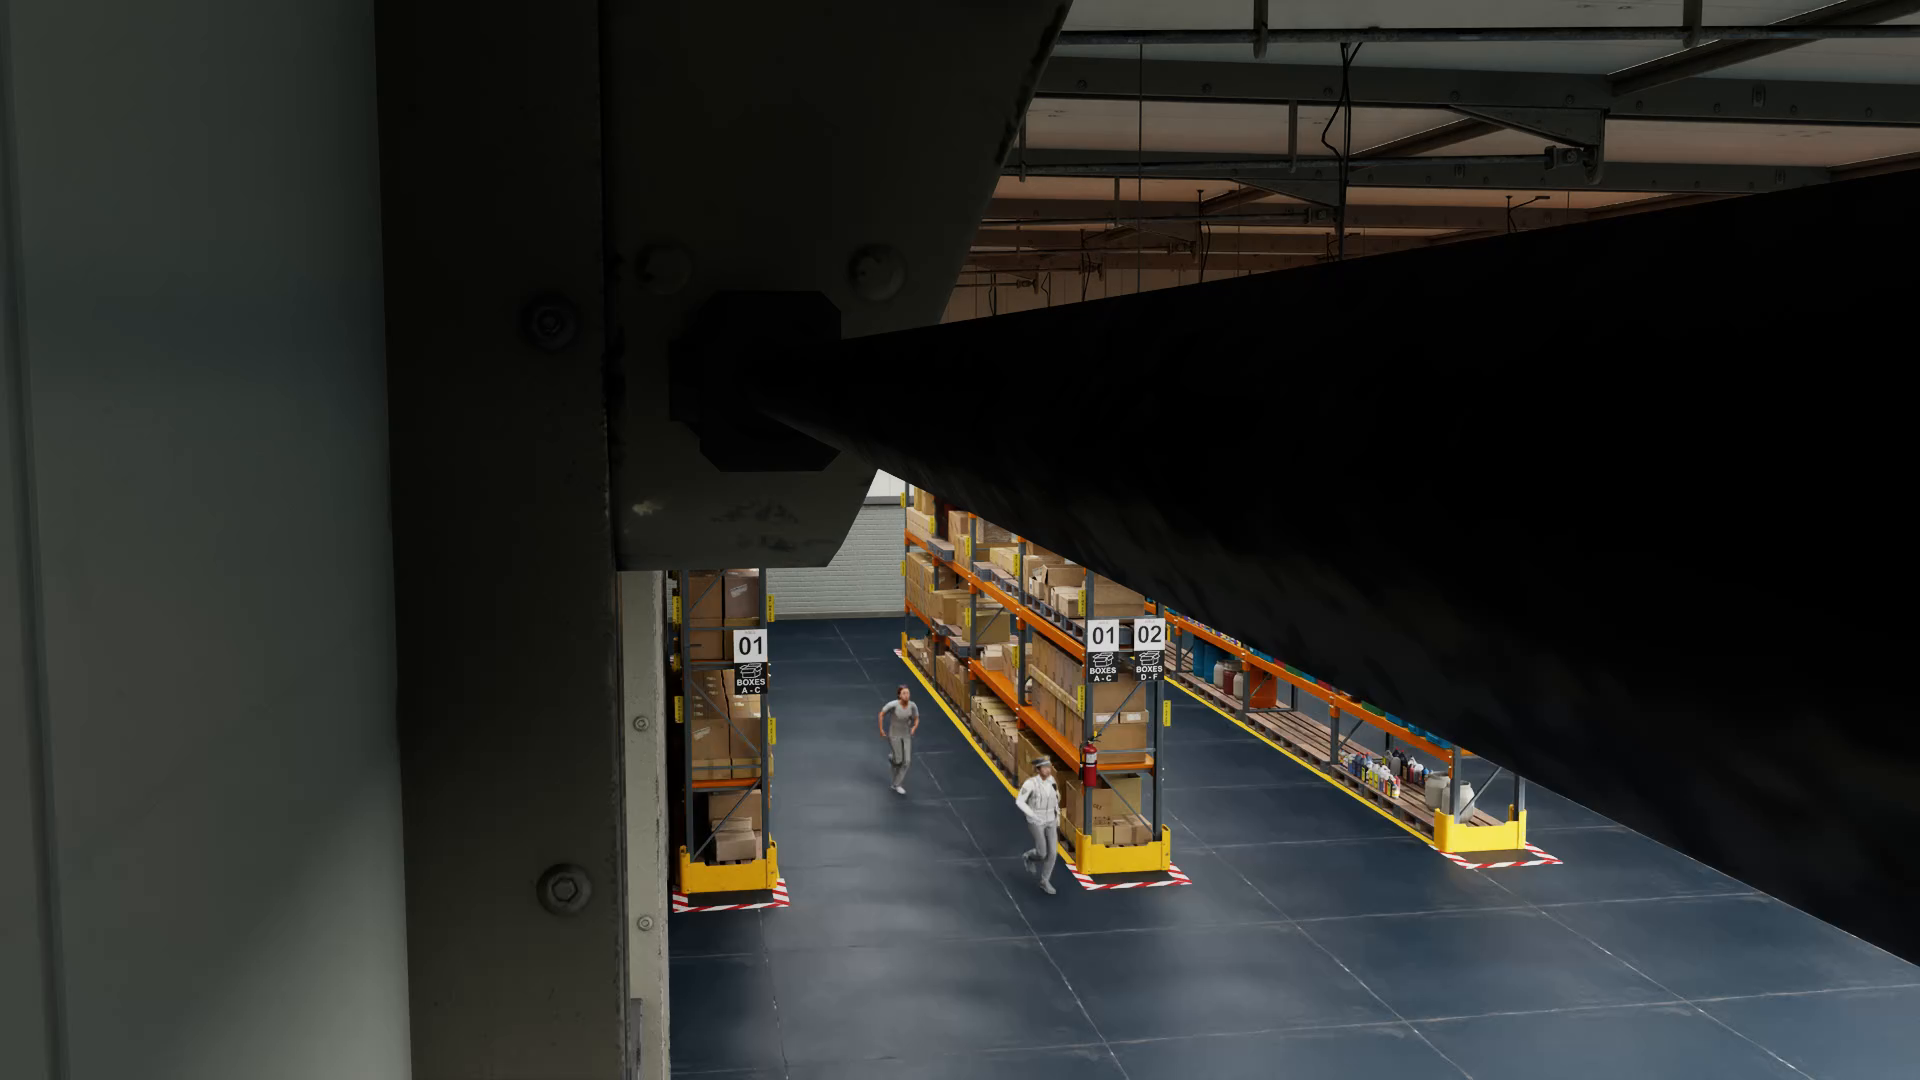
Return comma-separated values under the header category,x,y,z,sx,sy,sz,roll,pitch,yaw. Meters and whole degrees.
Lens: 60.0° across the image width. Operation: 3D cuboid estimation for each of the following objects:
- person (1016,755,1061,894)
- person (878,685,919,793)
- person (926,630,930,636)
category,x,y,z,sx,sy,sz,roll,pitch,yaw
person,0.979,3.424,20.235,0.657,1.675,0.611,-3,7,-28
person,-0.905,2.974,24.909,0.599,1.604,0.662,-2,6,-21
person,-0.377,1.648,37.633,0.831,1.533,0.596,1,6,5
